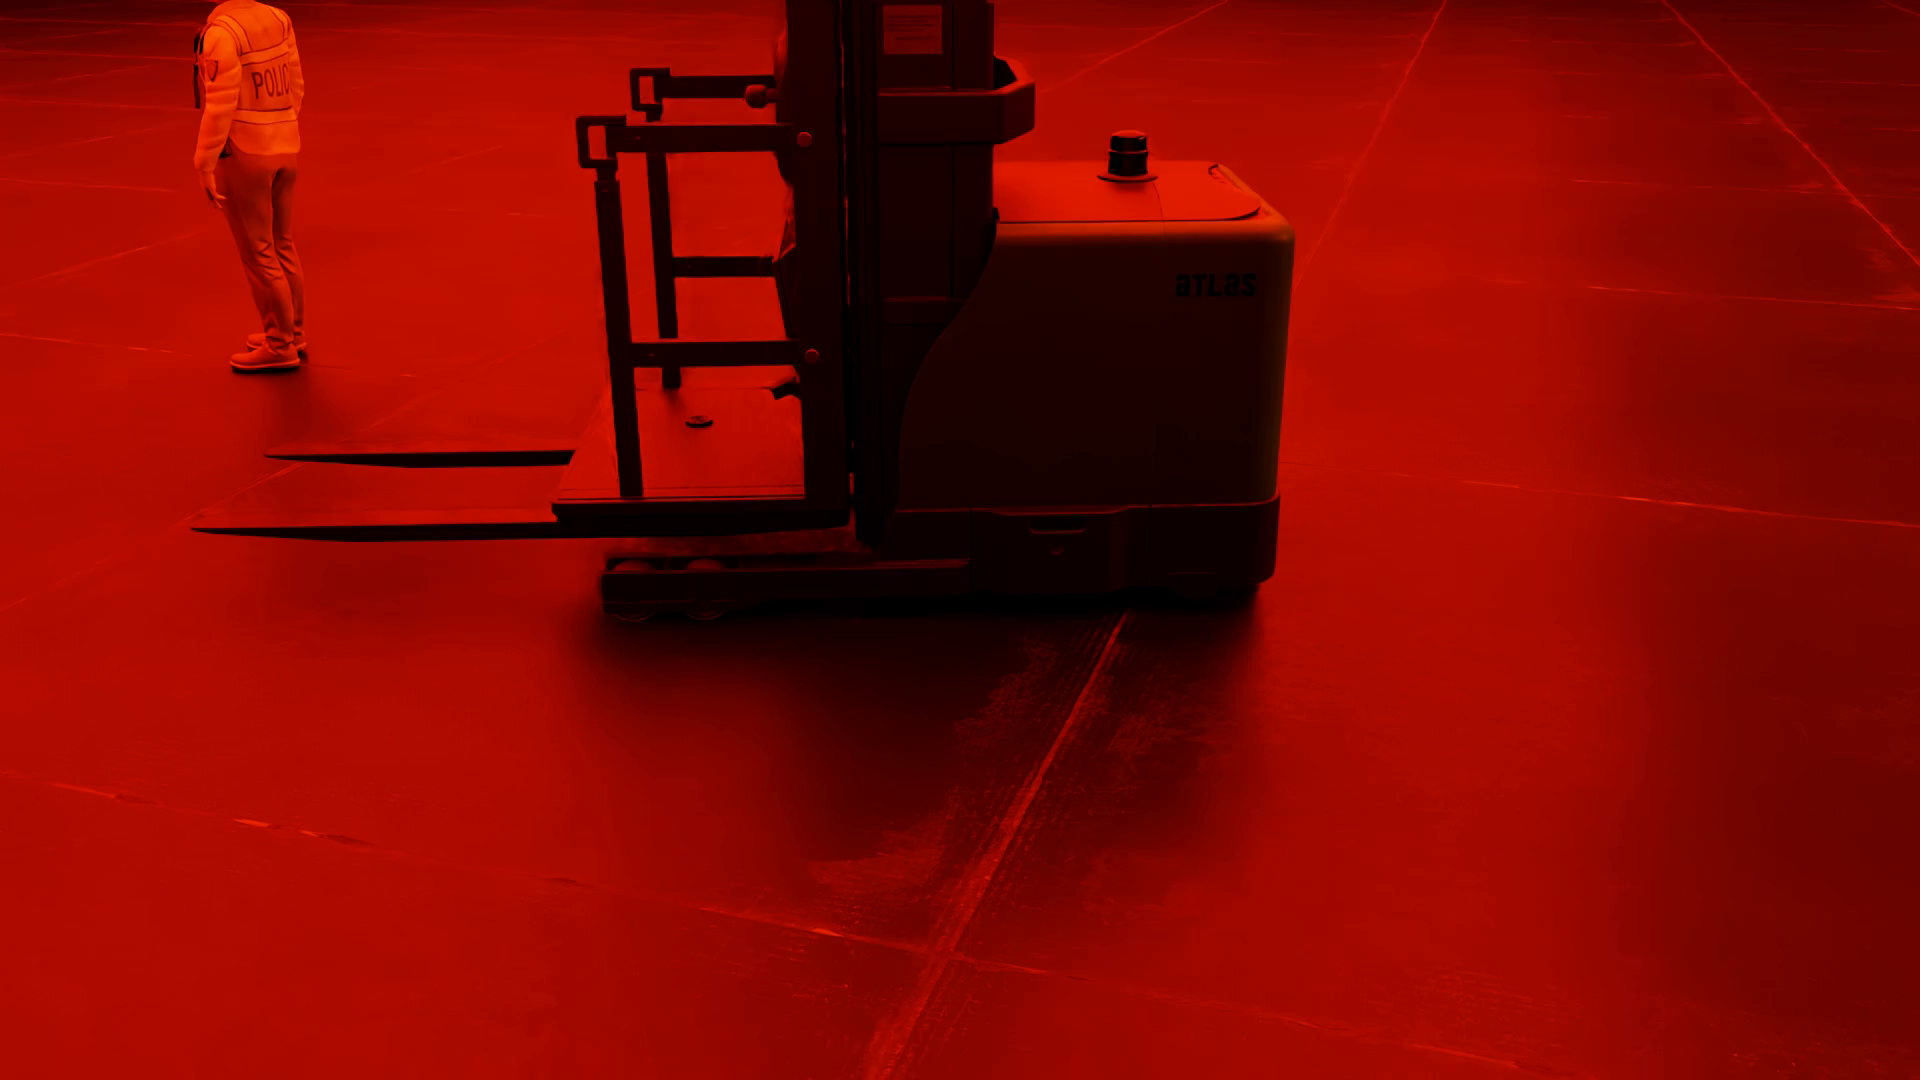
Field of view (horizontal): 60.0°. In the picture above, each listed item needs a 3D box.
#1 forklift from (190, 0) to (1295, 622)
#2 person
[{"bbox_3d":[-0.643,-1.337,4.518,3.031,2.935,1.130,-1,22,-3],"label":"forklift"},{"bbox_3d":[-2.825,-1.499,6.516,0.530,1.697,0.581,5,23,12],"label":"person"}]
